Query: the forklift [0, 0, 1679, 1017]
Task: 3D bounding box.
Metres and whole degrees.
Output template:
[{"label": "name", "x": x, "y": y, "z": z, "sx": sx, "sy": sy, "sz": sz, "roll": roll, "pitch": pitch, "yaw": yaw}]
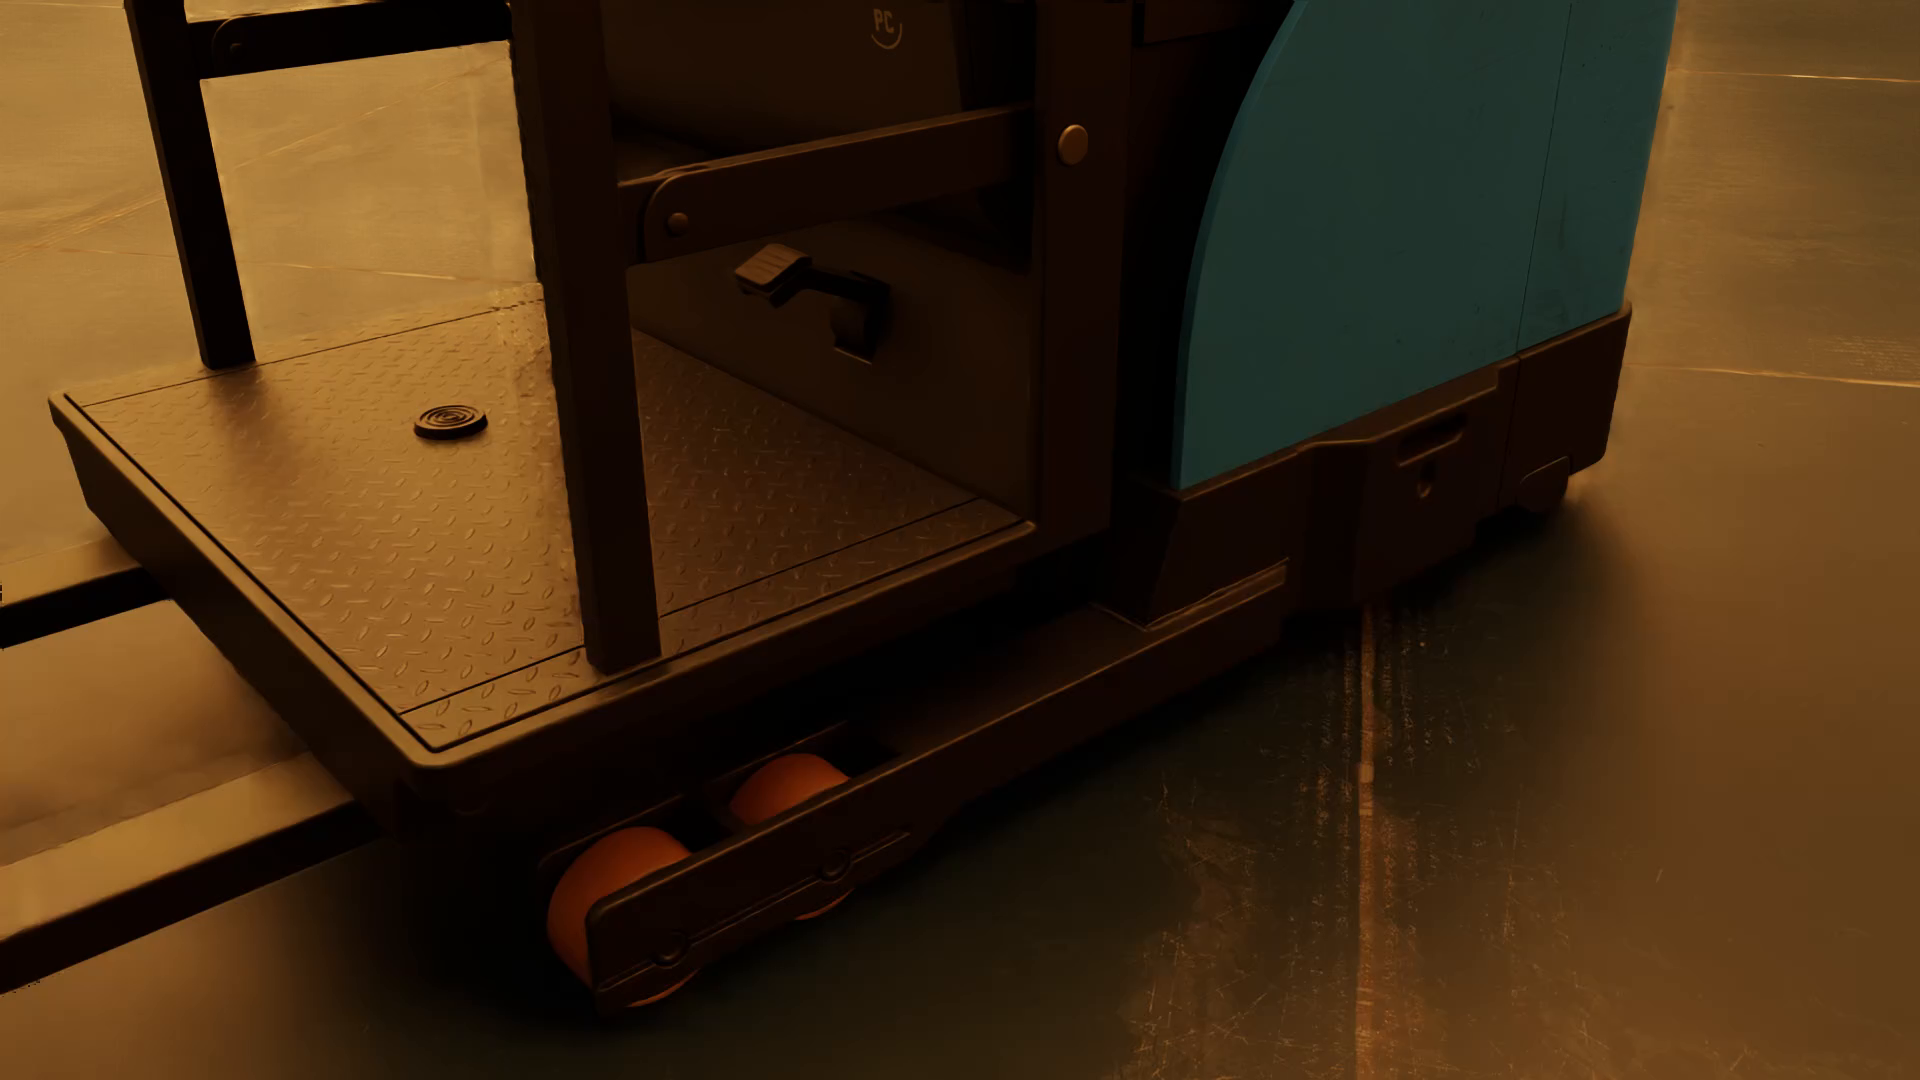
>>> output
[{"label": "forklift", "x": -0.424, "y": -1.127, "z": 1.479, "sx": 3.031, "sy": 2.935, "sz": 1.130, "roll": -21, "pitch": 34, "yaw": -36}]
